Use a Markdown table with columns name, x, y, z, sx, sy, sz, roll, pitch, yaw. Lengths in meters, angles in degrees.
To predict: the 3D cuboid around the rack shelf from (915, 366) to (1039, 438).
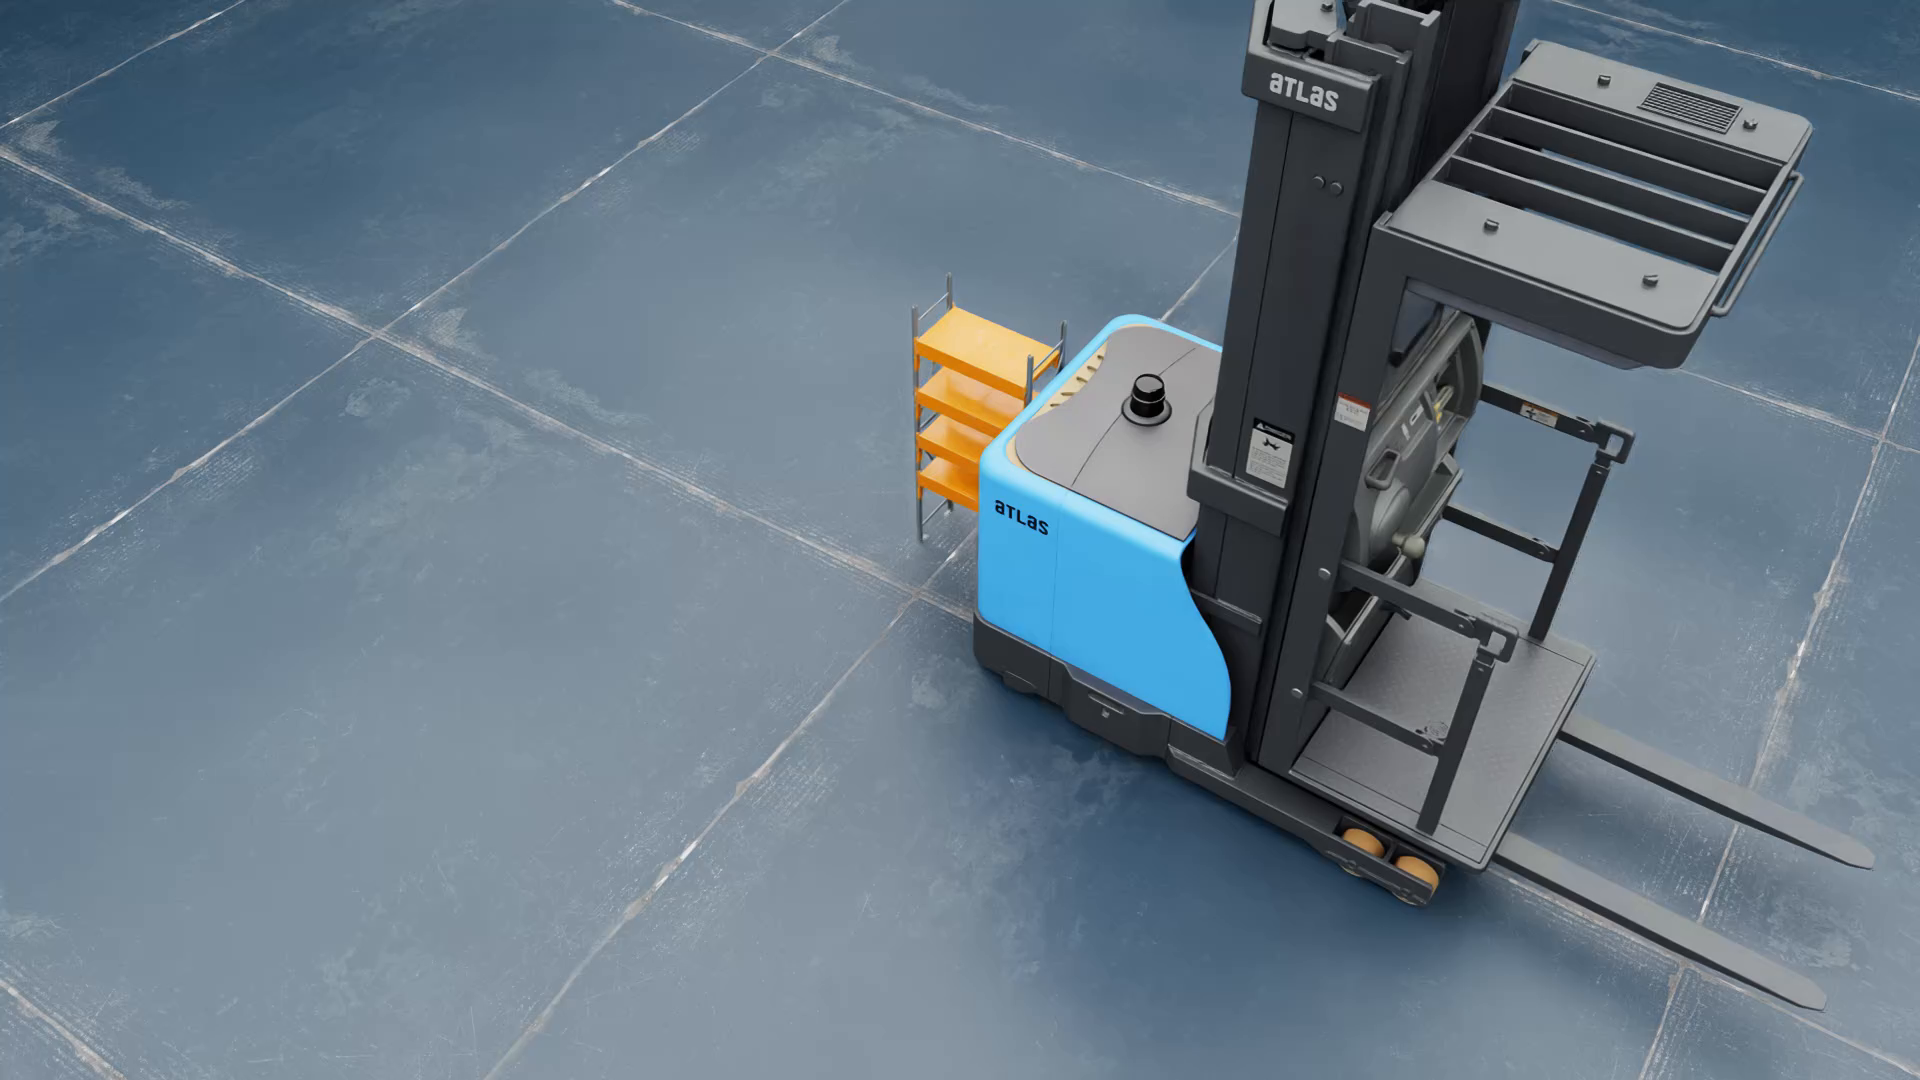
| name | x | y | z | sx | sy | sz | roll | pitch | yaw |
| --- | --- | --- | --- | --- | --- | --- | --- | --- | --- |
| rack shelf | 0.102 | -0.486 | 6.167 | 0.480 | 0.148 | 0.258 | 26 | 51 | 23 |

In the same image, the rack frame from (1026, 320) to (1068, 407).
| name | x | y | z | sx | sy | sz | roll | pitch | yaw |
| --- | --- | --- | --- | --- | --- | --- | --- | --- | --- |
| rack frame | 0.303 | -0.278 | 6.183 | 0.015 | 1.200 | 0.240 | 26 | 51 | 23 |

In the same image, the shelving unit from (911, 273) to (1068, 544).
| name | x | y | z | sx | sy | sz | roll | pitch | yaw |
| --- | --- | --- | --- | --- | --- | --- | --- | --- | --- |
| shelving unit | 0.102 | -0.377 | 6.279 | 0.503 | 1.200 | 0.258 | 26 | 51 | 23 |

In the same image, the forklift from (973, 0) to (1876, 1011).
| name | x | y | z | sx | sy | sz | roll | pitch | yaw |
| --- | --- | --- | --- | --- | --- | --- | --- | --- | --- |
| forklift | 1.556 | -0.243 | 4.942 | 3.031 | 2.935 | 1.130 | 26 | 51 | 23 |

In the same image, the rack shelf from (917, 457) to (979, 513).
| name | x | y | z | sx | sy | sz | roll | pitch | yaw |
| --- | --- | --- | --- | --- | --- | --- | --- | --- | --- |
| rack shelf | 0.102 | -0.191 | 6.470 | 0.480 | 0.148 | 0.258 | 26 | 51 | 23 |

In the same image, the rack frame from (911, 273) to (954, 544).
| name | x | y | z | sx | sy | sz | roll | pitch | yaw |
| --- | --- | --- | --- | --- | --- | --- | --- | --- | --- |
| rack frame | -0.100 | -0.475 | 6.375 | 0.015 | 1.200 | 0.240 | 26 | 51 | 23 |

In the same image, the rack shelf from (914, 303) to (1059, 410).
| name | x | y | z | sx | sy | sz | roll | pitch | yaw |
| --- | --- | --- | --- | --- | --- | --- | --- | --- | --- |
| rack shelf | 0.102 | -0.650 | 5.997 | 0.480 | 0.148 | 0.258 | 26 | 51 | 23 |

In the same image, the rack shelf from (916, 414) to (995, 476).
| name | x | y | z | sx | sy | sz | roll | pitch | yaw |
| --- | --- | --- | --- | --- | --- | --- | --- | --- | --- |
| rack shelf | 0.102 | -0.330 | 6.328 | 0.480 | 0.148 | 0.258 | 26 | 51 | 23 |
